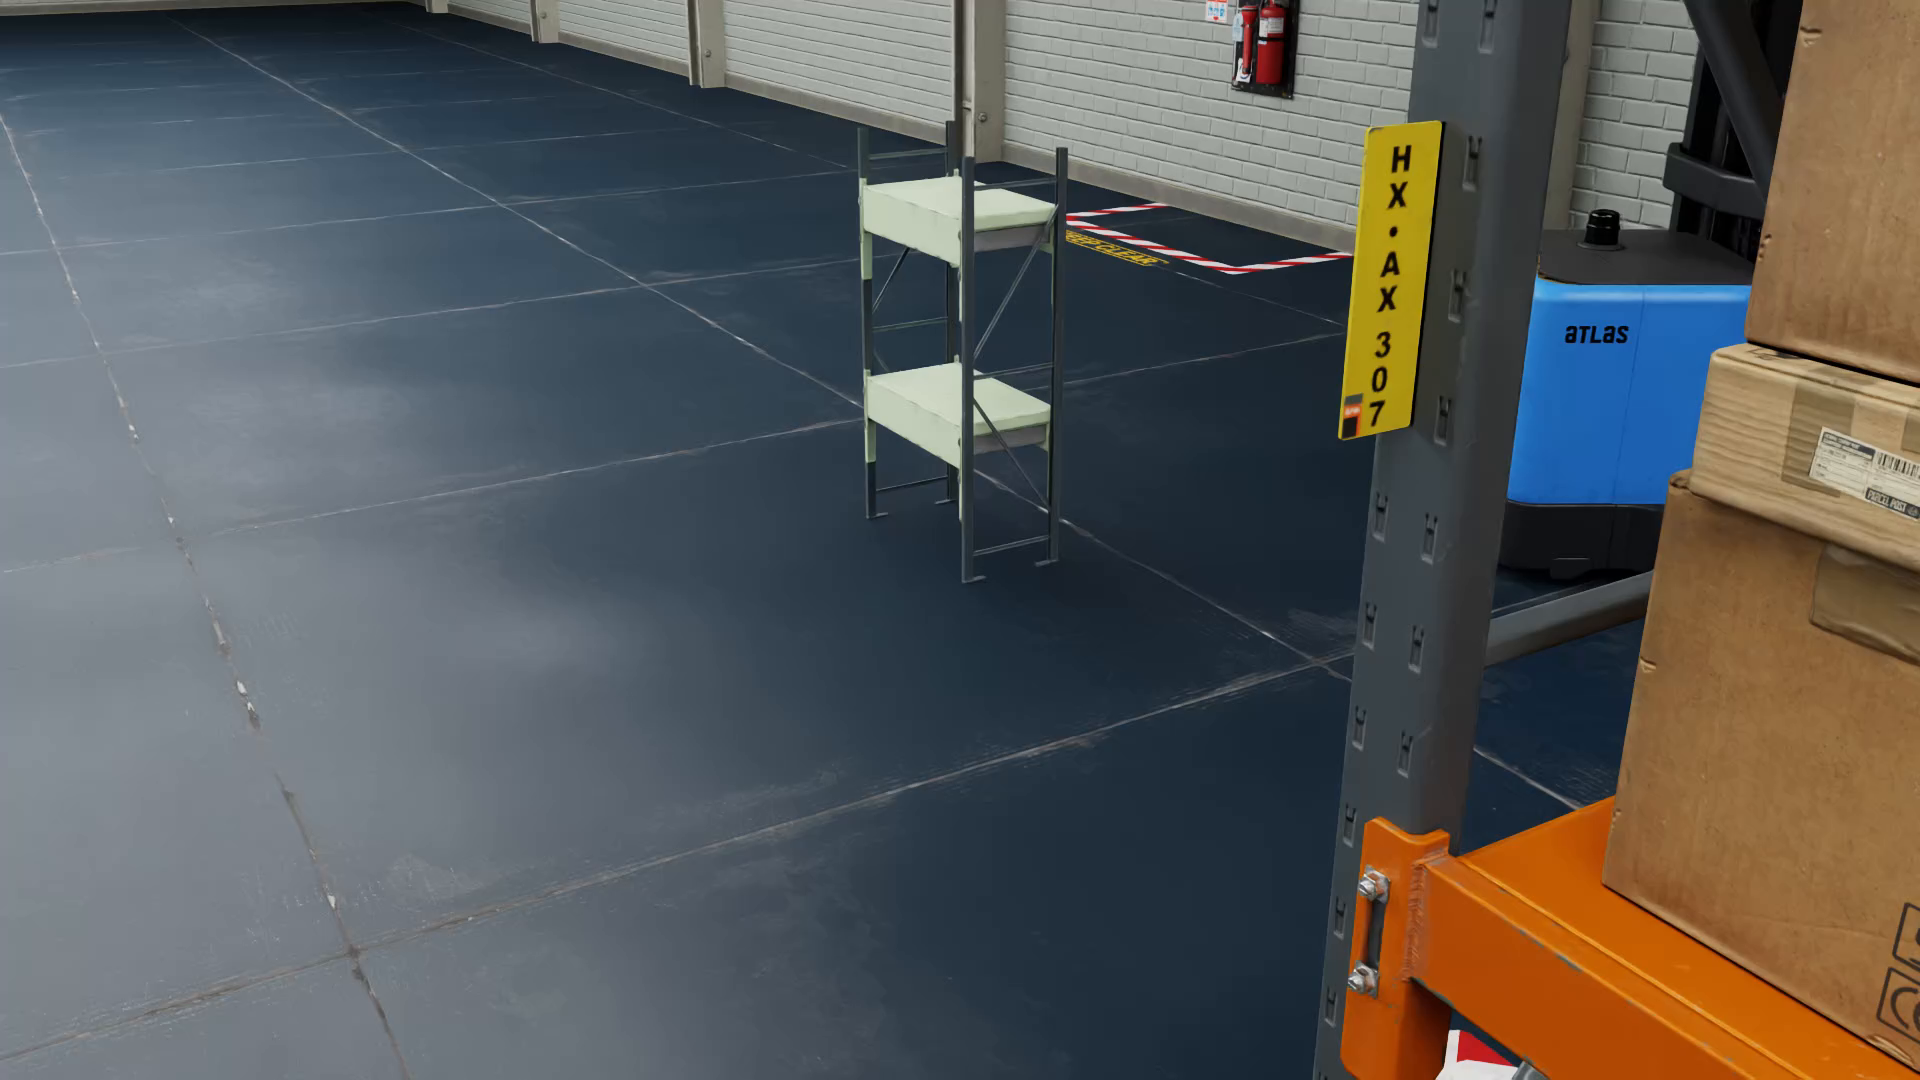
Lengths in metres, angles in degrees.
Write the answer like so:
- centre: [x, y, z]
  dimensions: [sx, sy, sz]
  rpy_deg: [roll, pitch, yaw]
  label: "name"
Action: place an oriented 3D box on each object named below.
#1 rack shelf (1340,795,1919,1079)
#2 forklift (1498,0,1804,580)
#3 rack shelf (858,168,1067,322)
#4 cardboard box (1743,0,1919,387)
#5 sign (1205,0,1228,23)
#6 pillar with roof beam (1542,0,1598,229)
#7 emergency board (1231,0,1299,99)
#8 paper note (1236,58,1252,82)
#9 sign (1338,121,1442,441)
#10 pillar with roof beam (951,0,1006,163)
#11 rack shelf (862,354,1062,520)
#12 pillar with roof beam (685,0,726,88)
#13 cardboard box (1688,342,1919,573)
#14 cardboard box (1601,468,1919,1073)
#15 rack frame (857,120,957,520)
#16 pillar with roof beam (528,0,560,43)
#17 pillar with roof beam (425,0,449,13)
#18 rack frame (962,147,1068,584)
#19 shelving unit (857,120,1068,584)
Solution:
- centre: [1.947, 1.048, 0.705]
  dimensions: [1.077, 0.370, 4.000]
  rpy_deg: [-13, 25, -28]
  label: "rack shelf"
- centre: [3.413, -1.388, 5.833]
  dimensions: [3.031, 2.935, 1.130]
  rpy_deg: [0, 22, 0]
  label: "forklift"
- centre: [-0.003, -1.058, 5.887]
  dimensions: [0.431, 0.370, 0.720]
  rpy_deg: [-13, 25, -28]
  label: "rack shelf"
- centre: [1.180, -0.409, 1.480]
  dimensions: [0.700, 0.500, 0.500]
  rpy_deg: [-13, 25, -28]
  label: "cardboard box"
- centre: [1.795, -3.792, 11.609]
  dimensions: [0.001, 0.329, 0.234]
  rpy_deg: [-13, 25, -28]
  label: "sign"
- centre: [-0.482, -4.720, 5.973]
  dimensions: [9.100, 9.000, 0.400]
  rpy_deg: [-13, 25, -28]
  label: "pillar with roof beam"
- centre: [1.989, -3.576, 11.126]
  dimensions: [0.194, 1.169, 0.643]
  rpy_deg: [-13, 25, -28]
  label: "emergency board"
- centre: [1.958, -3.239, 11.466]
  dimensions: [0.016, 0.148, 0.142]
  rpy_deg: [-13, 25, -28]
  label: "paper note"
- centre: [0.445, -0.266, 1.727]
  dimensions: [0.100, 0.325, 0.005]
  rpy_deg: [-13, 25, -28]
  label: "sign"
- centre: [-3.547, -6.662, 10.752]
  dimensions: [9.100, 9.000, 0.400]
  rpy_deg: [-13, 25, -28]
  label: "pillar with roof beam"
- centre: [-0.003, -0.395, 6.157]
  dimensions: [0.431, 0.370, 0.720]
  rpy_deg: [-13, 25, -28]
  label: "rack shelf"
- centre: [-6.612, -8.605, 15.530]
  dimensions: [9.100, 9.000, 0.400]
  rpy_deg: [-13, 25, -28]
  label: "pillar with roof beam"
- centre: [0.941, -0.111, 1.607]
  dimensions: [0.380, 0.149, 0.250]
  rpy_deg: [-13, 25, -29]
  label: "cardboard box"
- centre: [1.153, 0.174, 1.766]
  dimensions: [0.700, 0.500, 0.500]
  rpy_deg: [-13, 25, -28]
  label: "cardboard box"
- centre: [-0.190, -0.815, 6.326]
  dimensions: [0.400, 1.500, 0.023]
  rpy_deg: [-13, 25, -28]
  label: "rack frame"
- centre: [-9.677, -10.547, 20.309]
  dimensions: [9.100, 9.000, 0.400]
  rpy_deg: [-13, 25, -28]
  label: "pillar with roof beam"
- centre: [-12.742, -12.489, 25.087]
  dimensions: [9.100, 9.000, 0.400]
  rpy_deg: [-13, 25, -28]
  label: "pillar with roof beam"
- centre: [0.184, -0.578, 5.743]
  dimensions: [0.400, 1.500, 0.023]
  rpy_deg: [-13, 25, -28]
  label: "rack frame"
- centre: [-0.003, -0.697, 6.034]
  dimensions: [0.431, 1.500, 0.755]
  rpy_deg: [-13, 25, -28]
  label: "shelving unit"
